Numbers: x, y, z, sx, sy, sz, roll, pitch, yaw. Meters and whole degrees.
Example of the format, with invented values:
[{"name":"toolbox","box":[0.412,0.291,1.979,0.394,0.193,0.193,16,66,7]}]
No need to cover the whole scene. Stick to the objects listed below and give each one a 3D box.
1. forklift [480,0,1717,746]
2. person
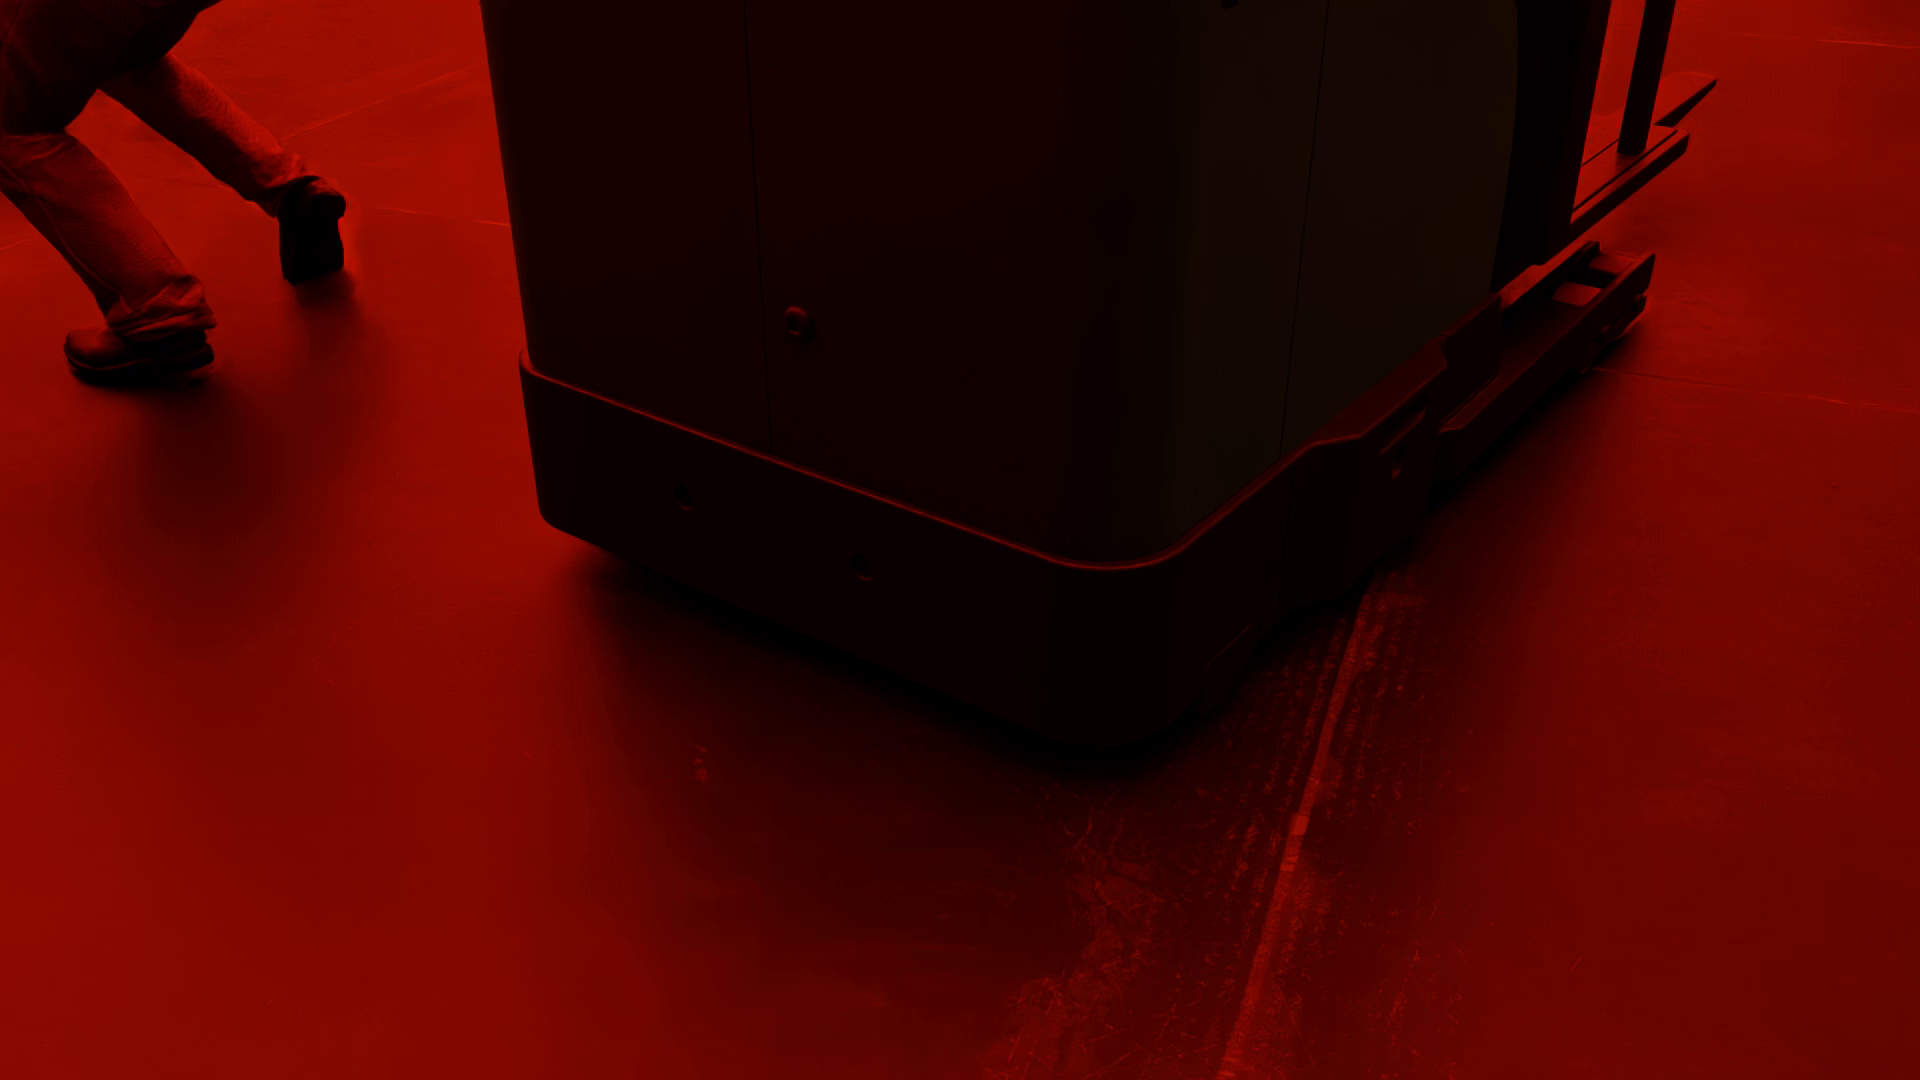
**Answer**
[{"name":"forklift","box":[0.661,-1.705,2.536,1.130,2.935,3.031,20,35,31]},{"name":"person","box":[-1.486,-1.100,2.942,0.502,1.608,0.967,3,30,5]}]
